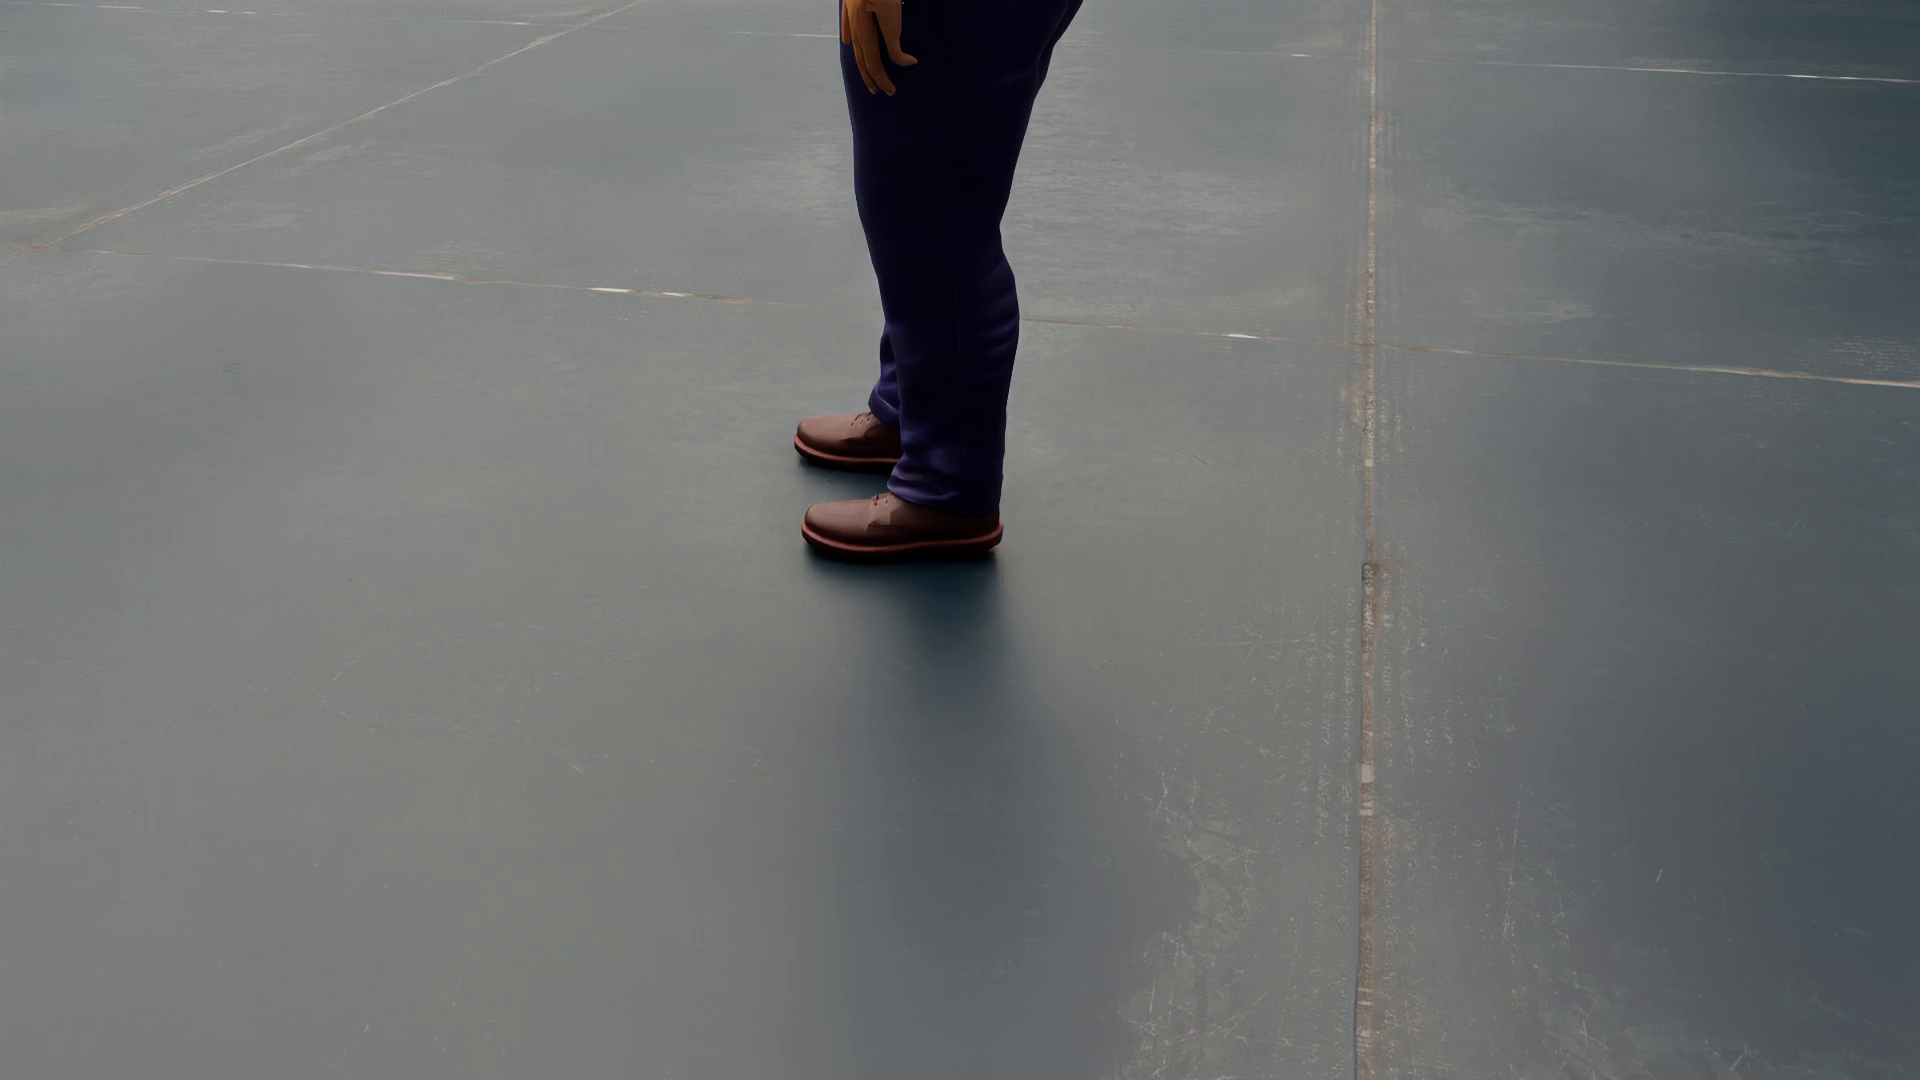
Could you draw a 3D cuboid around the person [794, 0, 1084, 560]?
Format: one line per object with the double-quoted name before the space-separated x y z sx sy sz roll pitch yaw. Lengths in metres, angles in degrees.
"person" -0.082 -0.761 2.163 0.503 1.650 0.599 6 27 11
